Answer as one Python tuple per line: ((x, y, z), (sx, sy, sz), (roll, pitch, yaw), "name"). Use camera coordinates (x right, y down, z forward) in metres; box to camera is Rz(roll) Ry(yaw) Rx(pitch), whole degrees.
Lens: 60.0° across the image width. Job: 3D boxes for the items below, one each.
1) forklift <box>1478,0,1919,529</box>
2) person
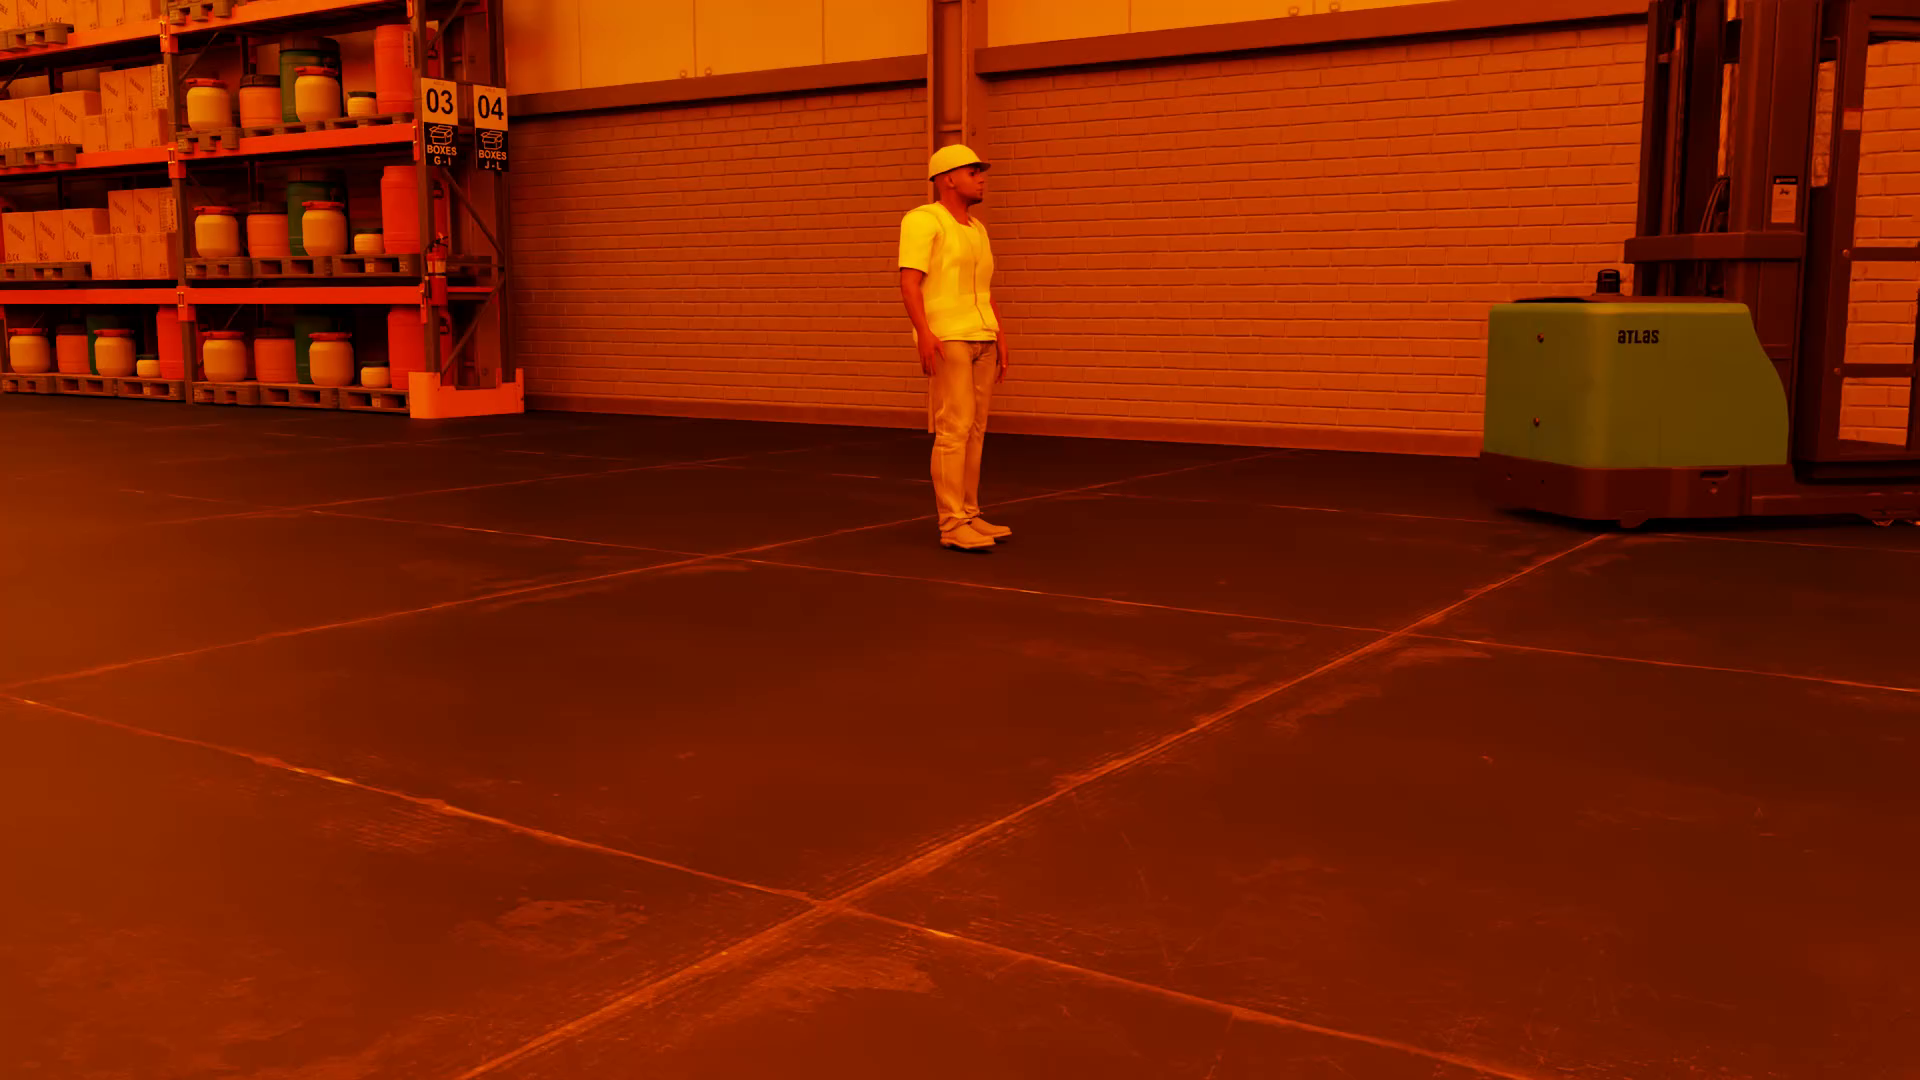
((4.271, -1.587, 8.350), (3.031, 2.935, 1.130), (-2, 8, -12), "forklift")
((0.055, -0.875, 7.435), (0.575, 1.768, 0.665), (5, 10, 34), "person")
